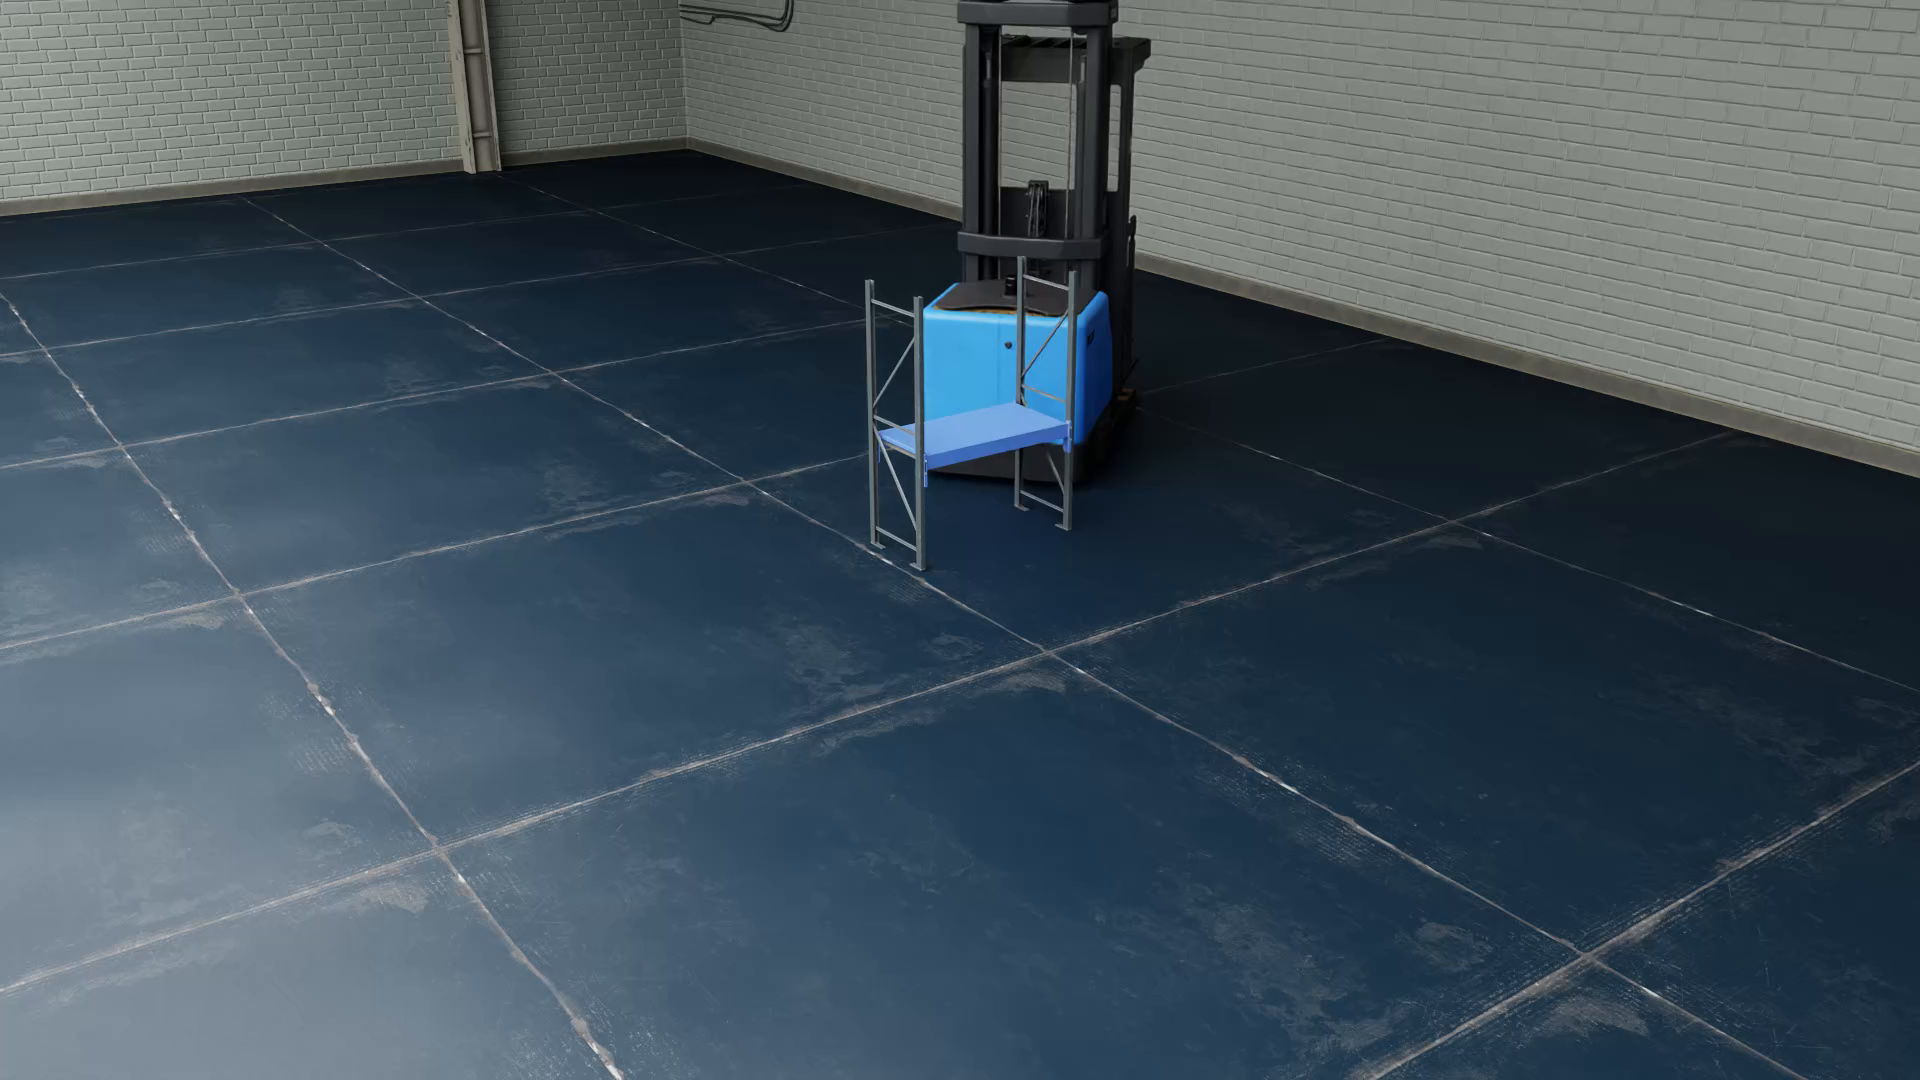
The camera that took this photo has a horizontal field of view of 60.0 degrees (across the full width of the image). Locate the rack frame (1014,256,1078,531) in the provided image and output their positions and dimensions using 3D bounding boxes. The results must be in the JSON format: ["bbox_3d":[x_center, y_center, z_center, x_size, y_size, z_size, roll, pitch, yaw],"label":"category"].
[{"bbox_3d":[0.482,-0.825,9.440,0.032,1.500,0.500,-15,26,-33],"label":"rack frame"}]

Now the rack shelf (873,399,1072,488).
[{"bbox_3d":[0.069,-0.548,9.231,1.000,0.185,0.538,-15,26,-33],"label":"rack shelf"}]

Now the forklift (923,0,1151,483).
[{"bbox_3d":[0.617,-2.220,11.005,1.130,2.935,3.031,6,22,14],"label":"forklift"}]

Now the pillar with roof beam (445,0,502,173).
[{"bbox_3d":[-3.574,-7.599,16.298,0.400,9.000,9.100,-15,26,-33],"label":"pillar with roof beam"}]

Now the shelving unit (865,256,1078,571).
[{"bbox_3d":[0.069,-0.715,9.165,1.048,1.500,0.538,-15,26,-33],"label":"shelving unit"}]

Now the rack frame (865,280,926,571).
[{"bbox_3d":[-0.343,-0.605,8.889,0.032,1.500,0.500,-15,26,-33],"label":"rack frame"}]

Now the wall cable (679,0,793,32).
[{"bbox_3d":[-2.924,-7.692,20.721,0.112,2.526,3.097,-15,26,-33],"label":"wall cable"}]
